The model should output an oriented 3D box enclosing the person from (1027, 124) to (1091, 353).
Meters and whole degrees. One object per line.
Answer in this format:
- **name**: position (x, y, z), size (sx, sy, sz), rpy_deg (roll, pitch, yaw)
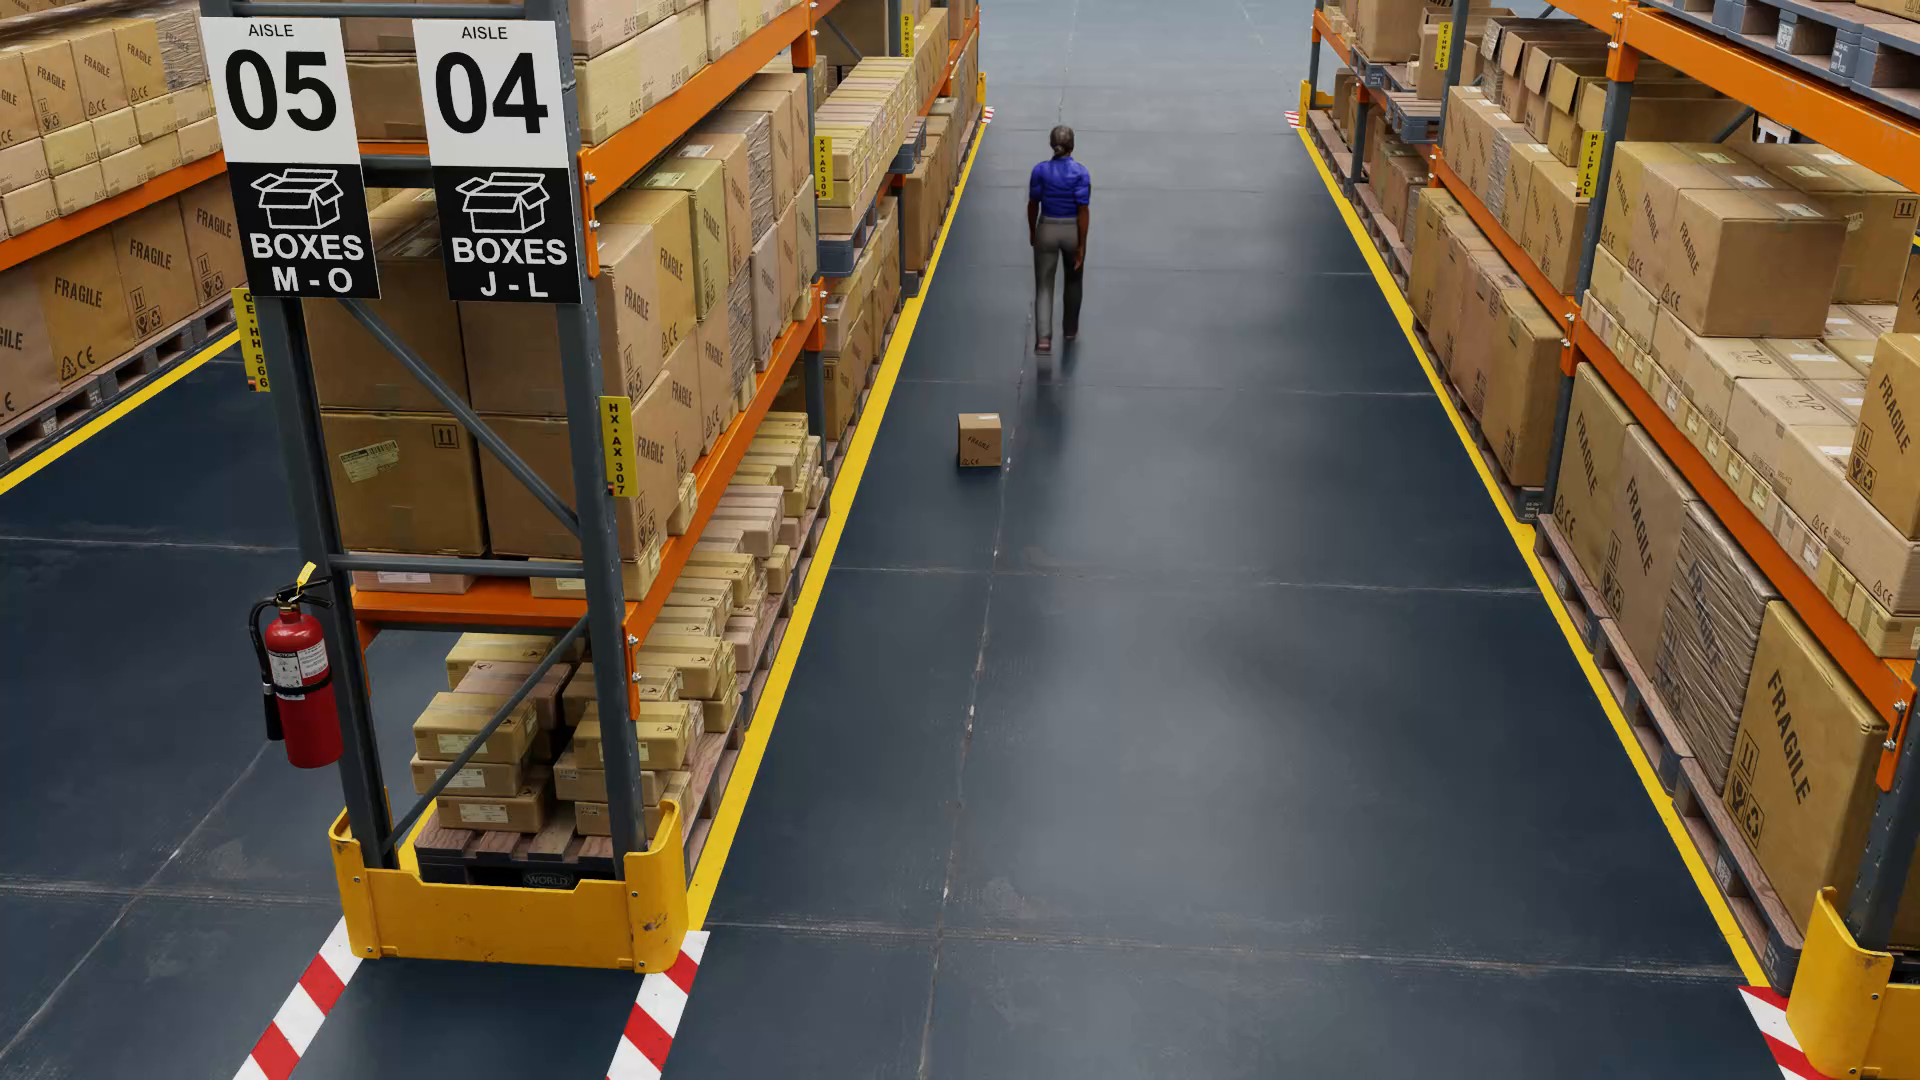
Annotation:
- **person**: position (0.692, -2.131, 11.741), size (0.444, 1.607, 0.959), rpy_deg (2, 25, 5)
